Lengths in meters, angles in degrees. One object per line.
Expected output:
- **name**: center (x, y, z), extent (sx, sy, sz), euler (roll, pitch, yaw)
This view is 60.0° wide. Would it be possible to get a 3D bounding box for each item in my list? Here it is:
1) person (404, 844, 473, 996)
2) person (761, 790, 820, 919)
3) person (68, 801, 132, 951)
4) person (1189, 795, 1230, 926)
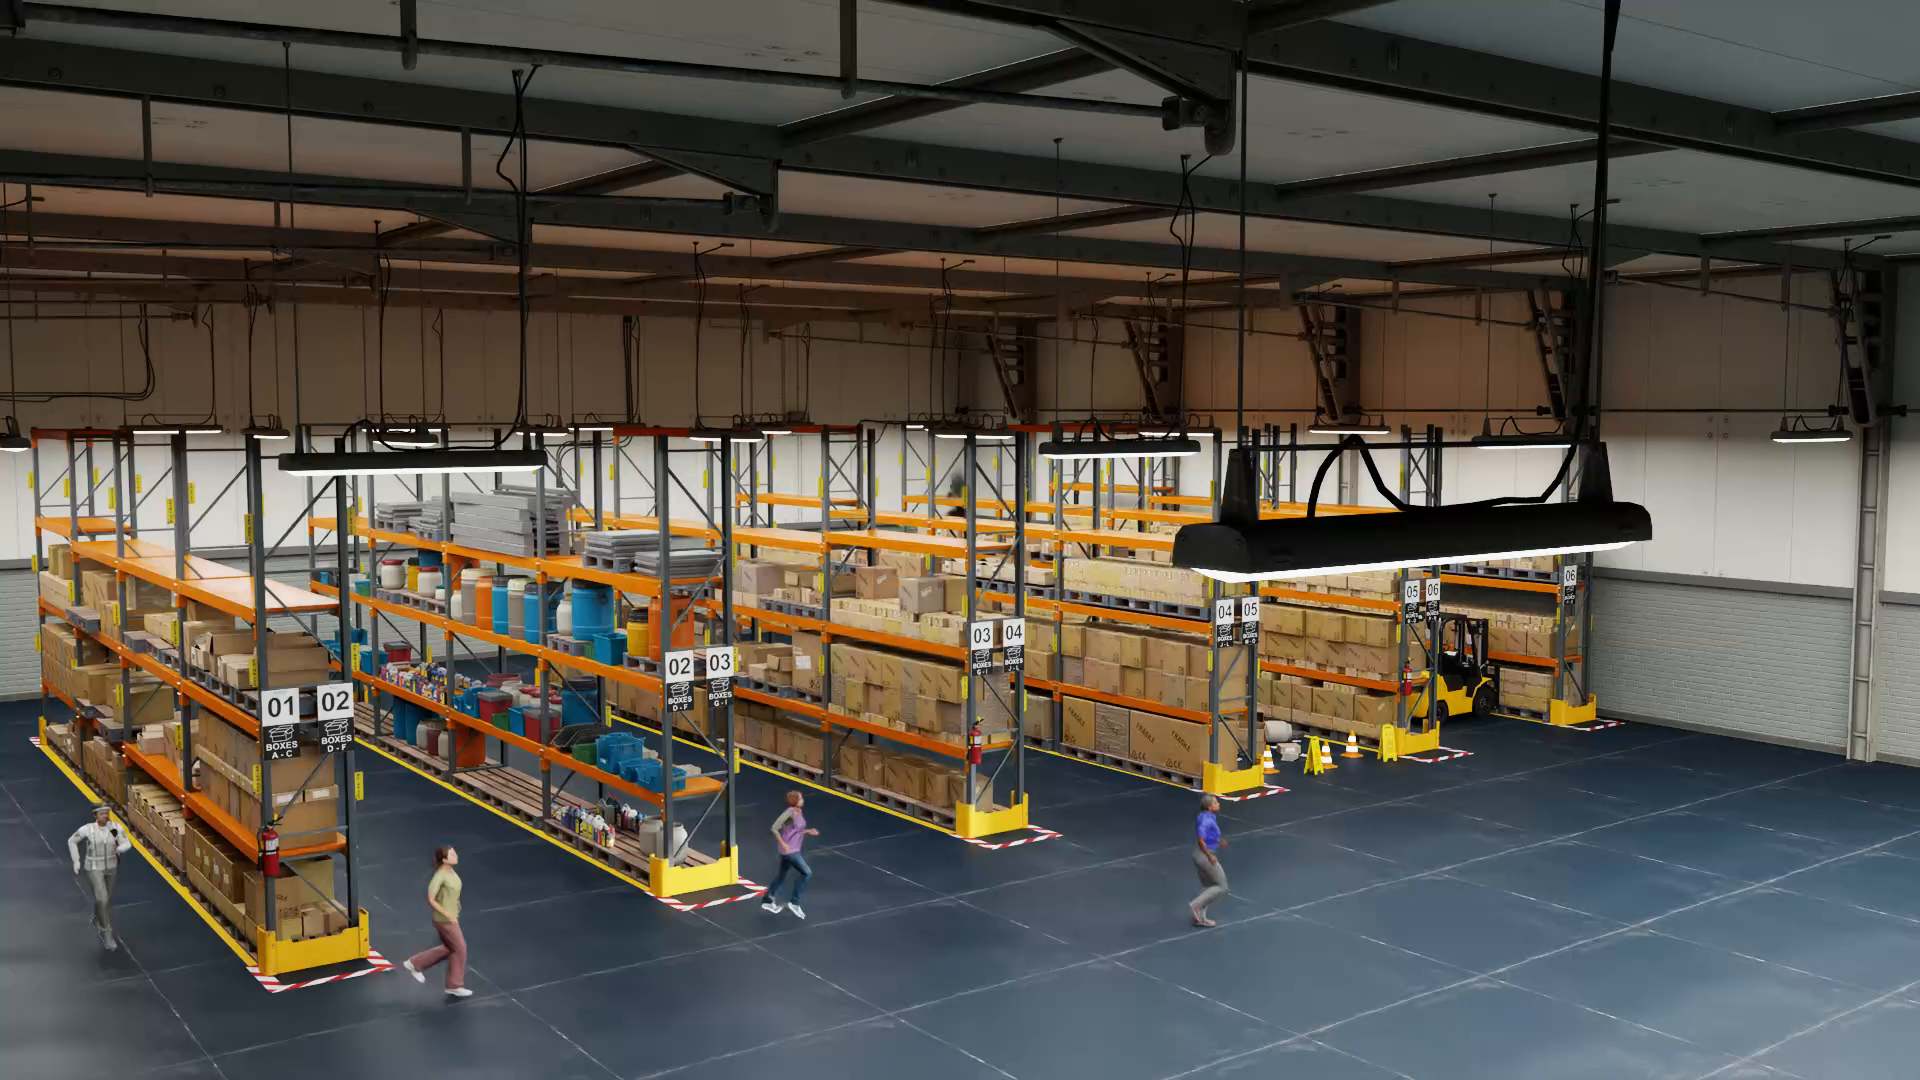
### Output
- **person**: center (-5.648, 4.107, 17.967), extent (0.720, 1.672, 0.594), euler (-1, 5, -7)
- **person**: center (-2.124, 3.905, 20.748), extent (0.743, 1.600, 0.504), euler (0, 4, 3)
- **person**: center (-10.174, 3.929, 19.717), extent (0.850, 1.738, 0.580), euler (4, 6, 40)
- **person**: center (3.058, 3.930, 20.417), extent (0.571, 1.613, 0.566), euler (-1, 5, -7)
